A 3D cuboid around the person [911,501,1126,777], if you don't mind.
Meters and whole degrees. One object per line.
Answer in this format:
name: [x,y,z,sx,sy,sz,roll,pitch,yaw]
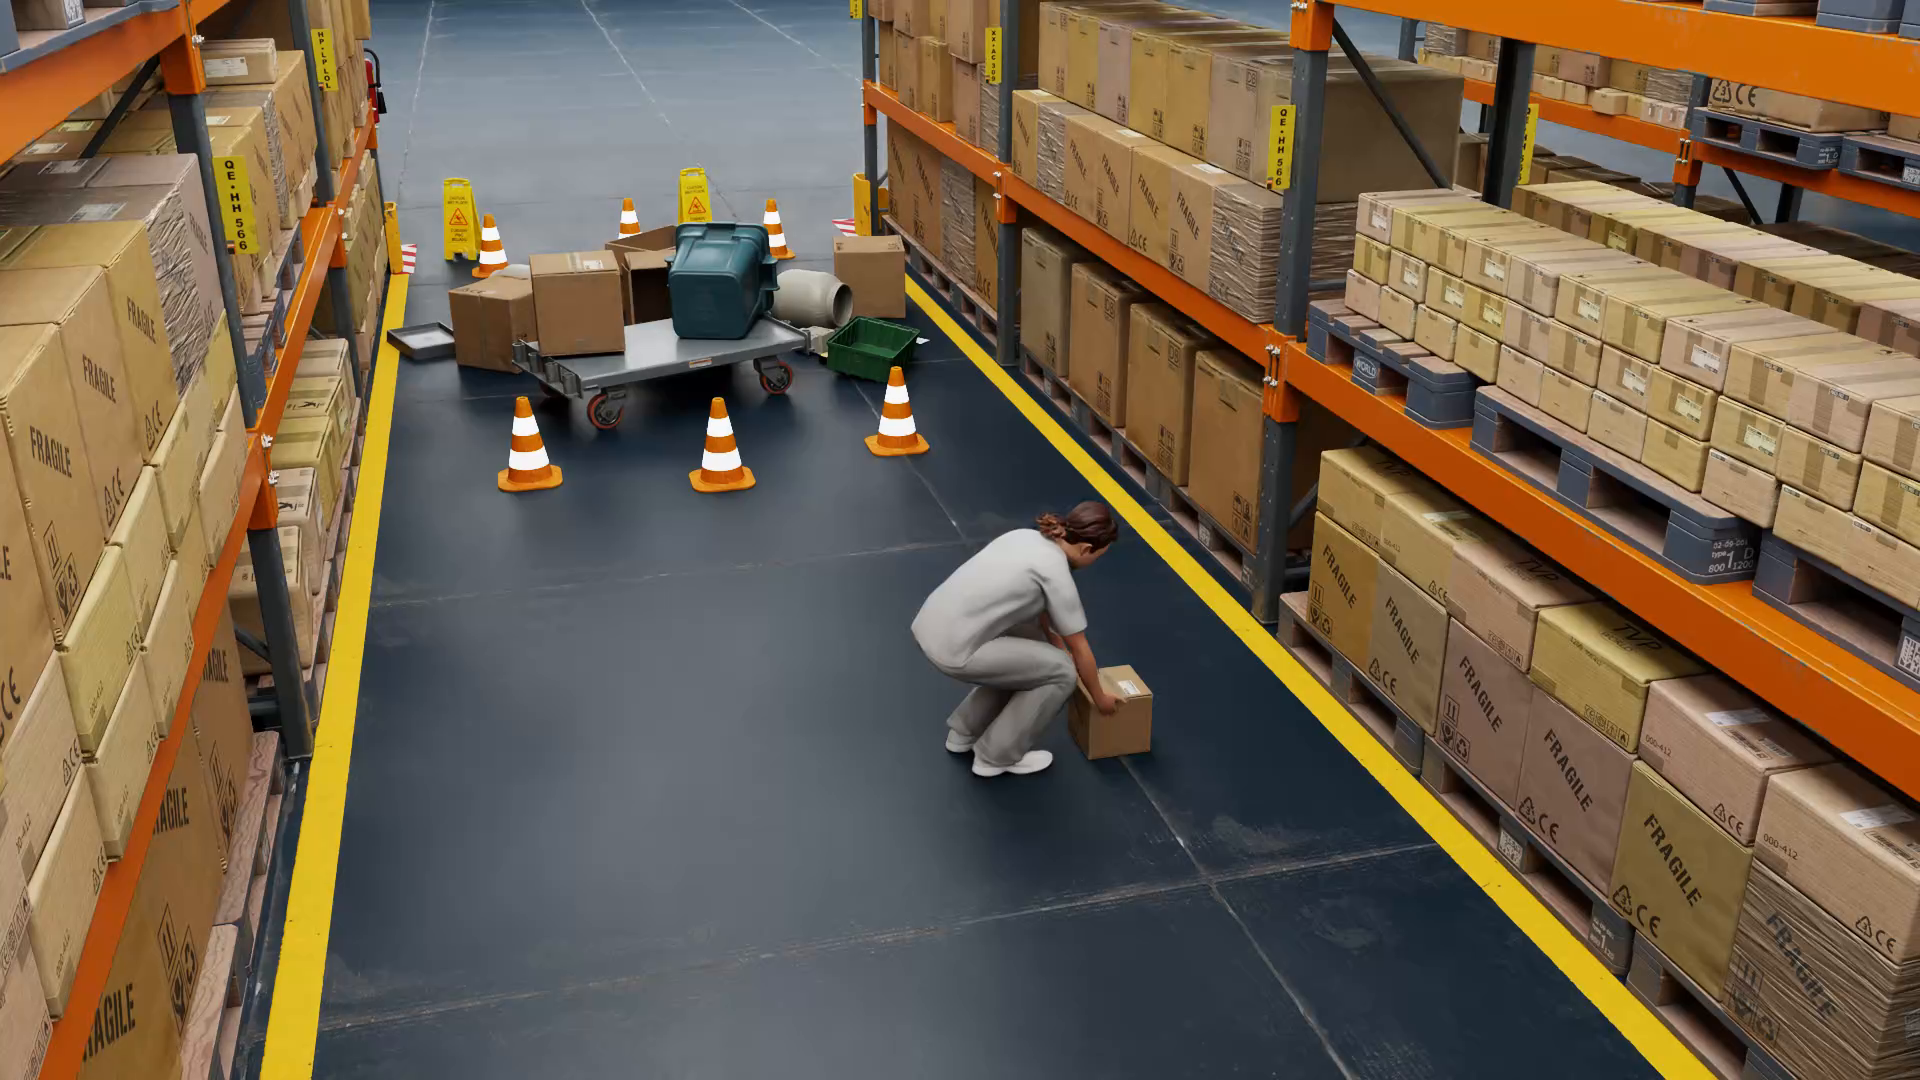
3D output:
person: [0.208,0.356,6.161,0.787,0.974,0.481,-6,24,-14]
